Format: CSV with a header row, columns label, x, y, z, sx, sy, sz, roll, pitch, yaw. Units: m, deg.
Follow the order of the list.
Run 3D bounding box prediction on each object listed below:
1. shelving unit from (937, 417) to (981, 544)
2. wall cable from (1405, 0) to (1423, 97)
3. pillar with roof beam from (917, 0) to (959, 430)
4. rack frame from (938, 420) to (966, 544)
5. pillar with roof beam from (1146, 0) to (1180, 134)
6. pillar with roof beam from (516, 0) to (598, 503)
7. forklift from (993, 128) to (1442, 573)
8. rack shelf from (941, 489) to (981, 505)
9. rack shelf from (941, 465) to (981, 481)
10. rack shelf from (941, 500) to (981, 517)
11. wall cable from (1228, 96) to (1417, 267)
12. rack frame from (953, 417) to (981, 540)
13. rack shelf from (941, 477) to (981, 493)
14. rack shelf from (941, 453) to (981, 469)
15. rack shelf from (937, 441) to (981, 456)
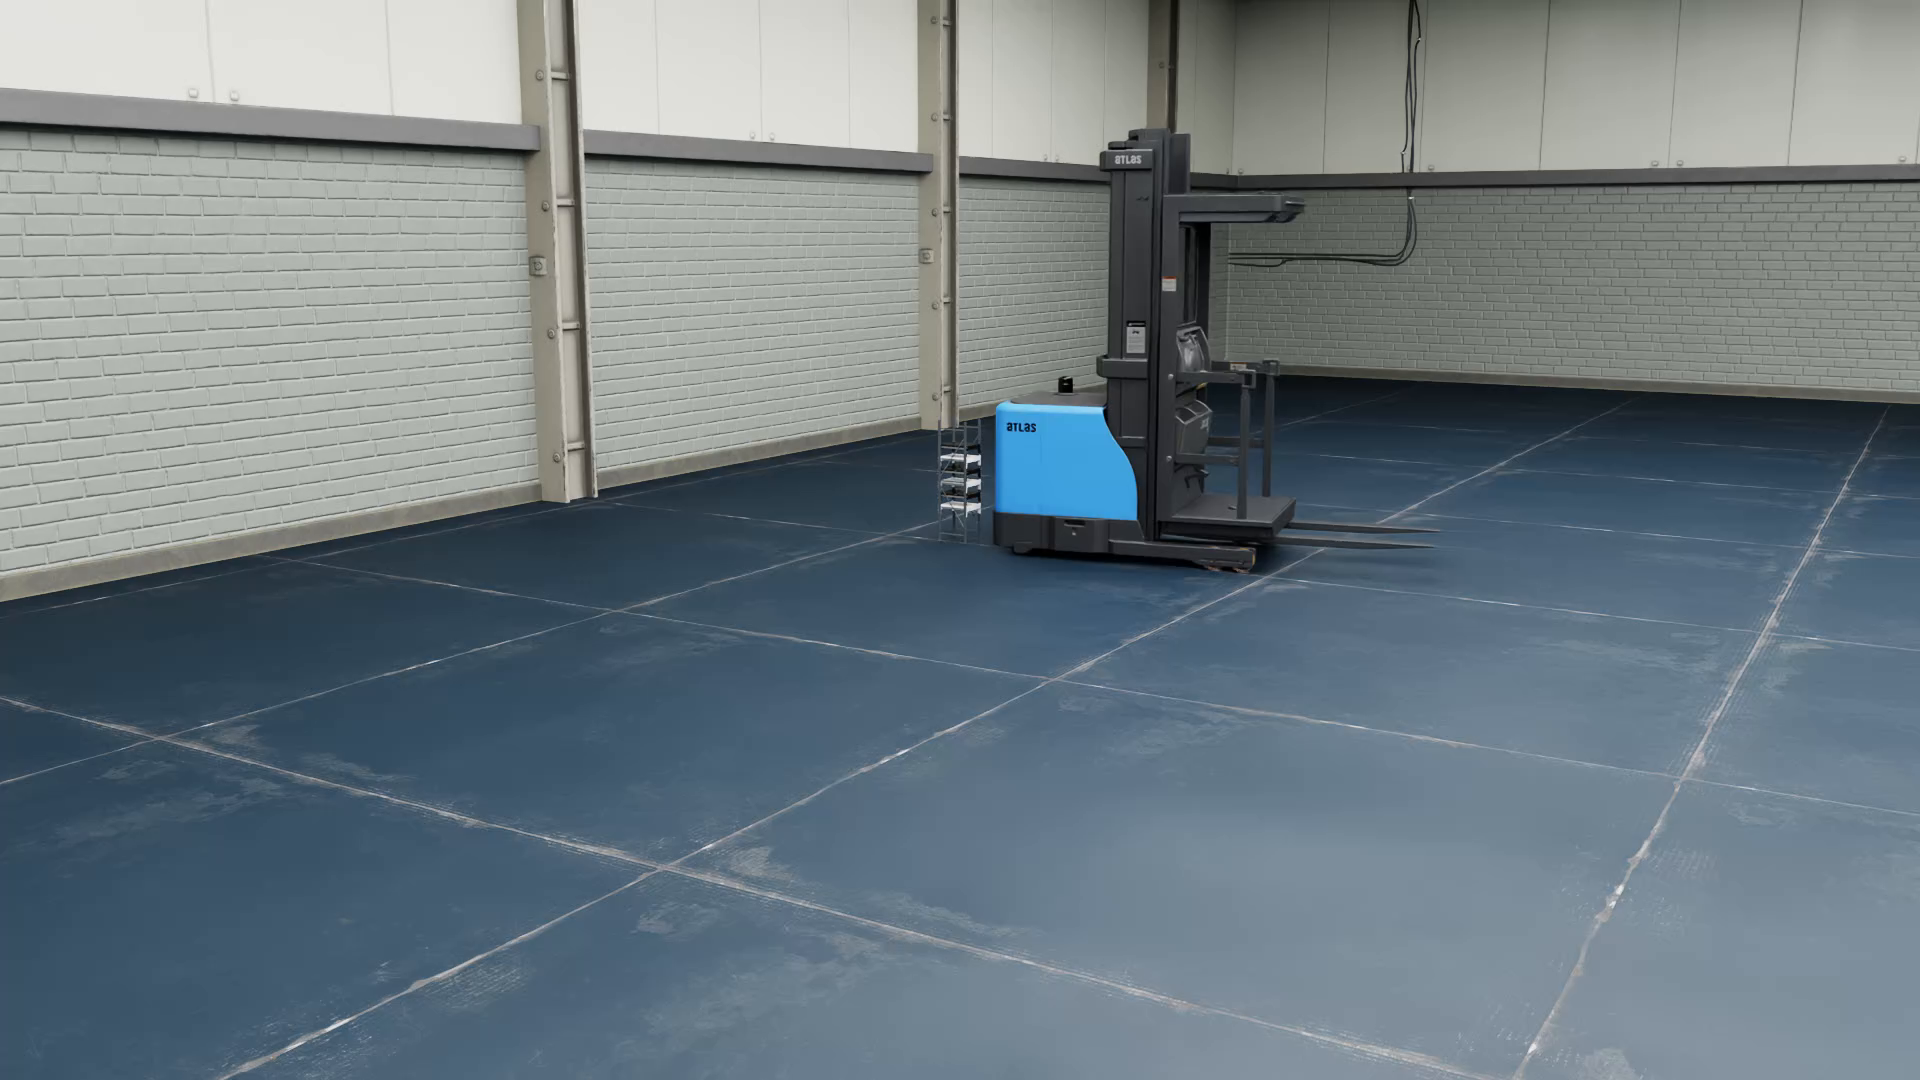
label,x,y,z,sx,sy,sz,roll,pitch,yaw
shelving unit,-0.004,-0.441,12.279,0.258,0.900,0.210,6,12,31
wall cable,7.844,-7.703,23.775,3.097,2.526,0.112,6,12,31
pillar with roof beam,3.436,-5.314,16.297,9.100,9.000,0.400,6,12,31
rack frame,-0.057,-0.425,12.194,0.240,0.900,0.006,6,12,31
pillar with roof beam,6.552,-6.257,21.338,9.100,9.000,0.400,6,12,31
pillar with roof beam,0.321,-4.370,11.257,9.100,9.000,0.400,6,12,31
forklift,1.808,-1.330,11.508,3.031,2.935,1.130,4,11,19
rack shelf,-0.004,-0.320,12.302,0.258,0.077,0.200,6,12,31
rack shelf,-0.004,-0.497,12.269,0.258,0.077,0.200,6,12,31
rack shelf,-0.004,-0.231,12.318,0.258,0.077,0.200,6,12,31
wall cable,5.532,-5.479,25.620,3.097,2.526,0.112,6,12,31
rack frame,0.049,-0.457,12.364,0.240,0.900,0.006,6,12,31
rack shelf,-0.004,-0.408,12.285,0.258,0.077,0.200,6,12,31
rack shelf,-0.004,-0.585,12.252,0.258,0.077,0.200,6,12,31
rack shelf,-0.004,-0.674,12.236,0.258,0.077,0.200,6,12,31
